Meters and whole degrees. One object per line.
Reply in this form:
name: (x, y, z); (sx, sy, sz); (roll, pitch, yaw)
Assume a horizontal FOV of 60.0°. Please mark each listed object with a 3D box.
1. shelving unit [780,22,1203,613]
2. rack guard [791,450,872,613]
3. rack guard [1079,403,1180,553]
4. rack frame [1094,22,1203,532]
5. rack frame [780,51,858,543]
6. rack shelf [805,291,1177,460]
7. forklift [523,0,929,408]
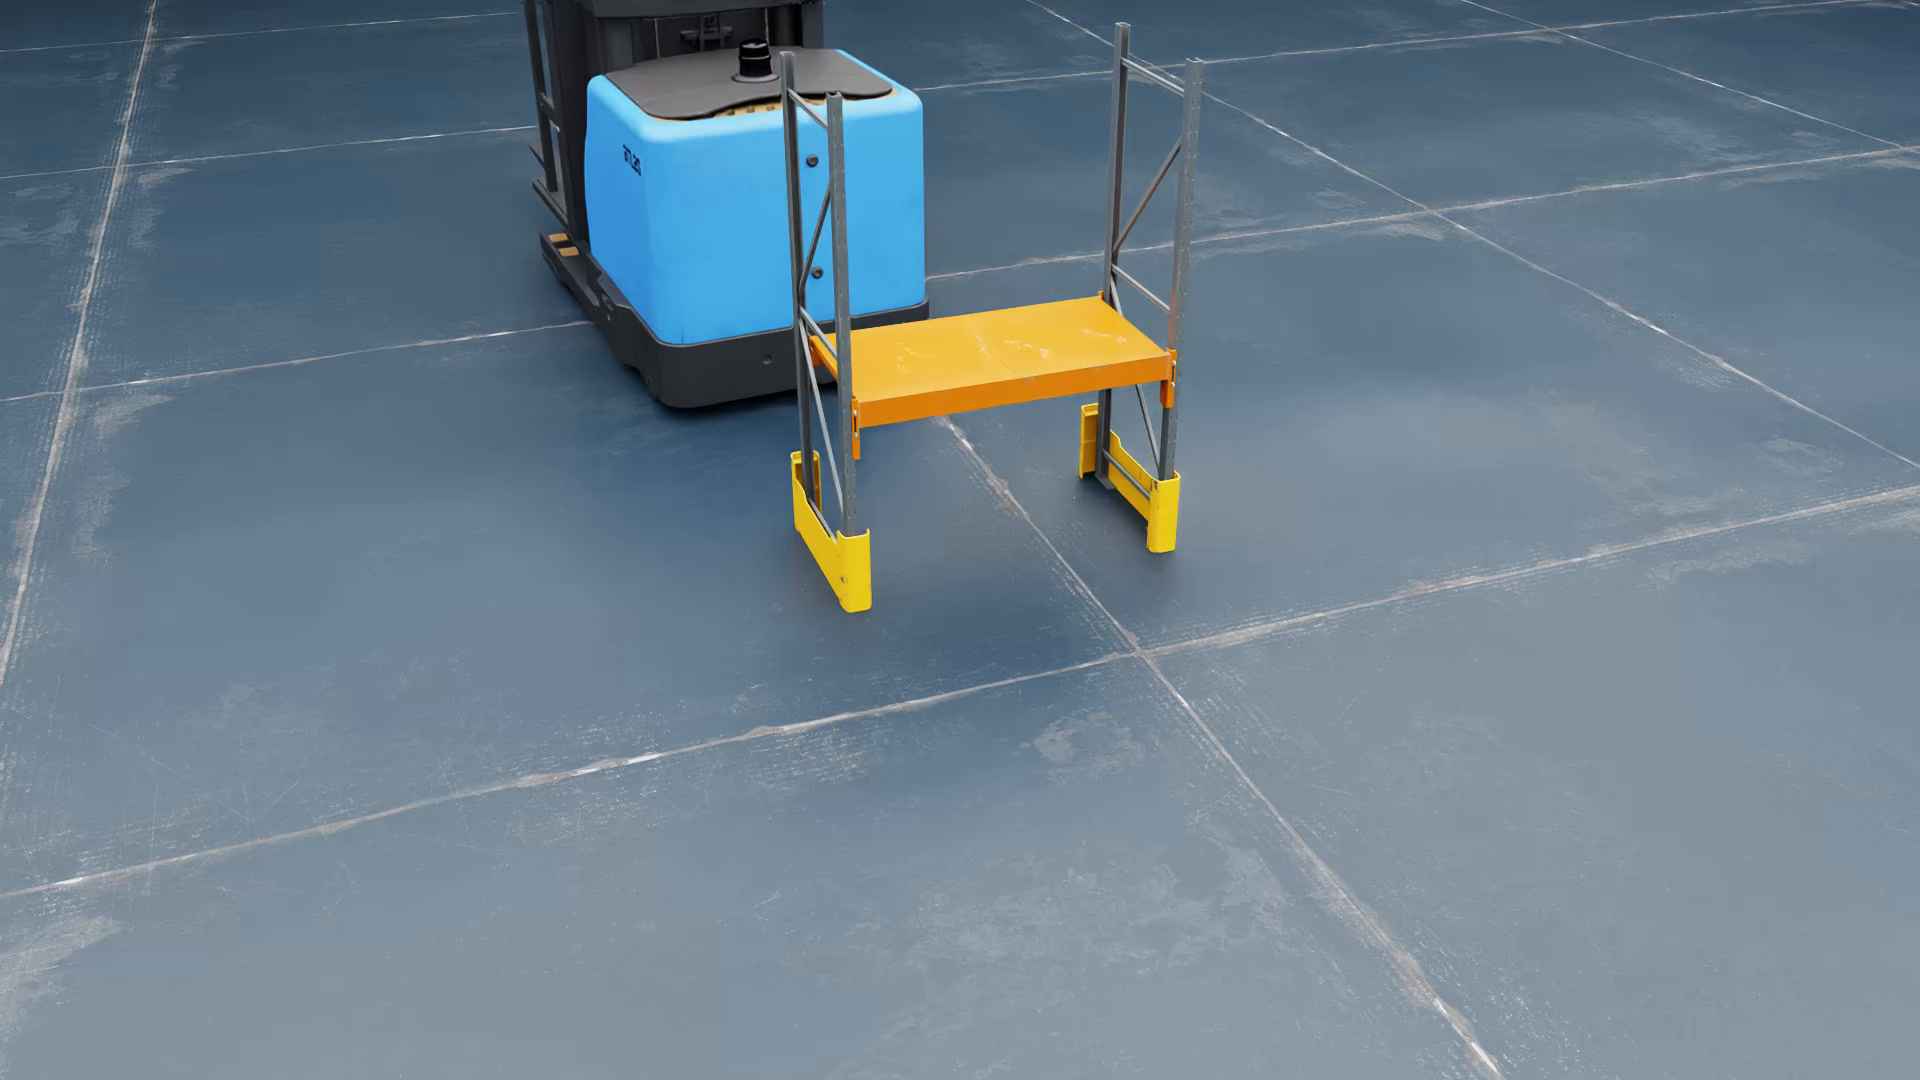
shelving unit: (0.071, -0.665, 4.902); (1.083, 1.500, 0.587); (-10, 31, -18)
rack guard: (-0.395, -0.036, 5.060); (0.087, 0.250, 0.587); (-10, 31, -18)
rack guard: (0.538, -0.208, 5.362); (0.087, 0.250, 0.587); (-10, 31, -18)
rack frame: (0.556, -0.754, 5.059); (0.032, 1.500, 0.500); (-10, 31, -18)
rack frame: (-0.396, -0.579, 4.751); (0.032, 1.500, 0.500); (-10, 31, -18)
rack shelf: (0.080, -0.510, 4.994); (1.000, 0.185, 0.538); (-10, 31, -18)
forklift: (-1.195, -2.452, 6.593); (1.130, 2.935, 3.031); (-13, 32, -22)
